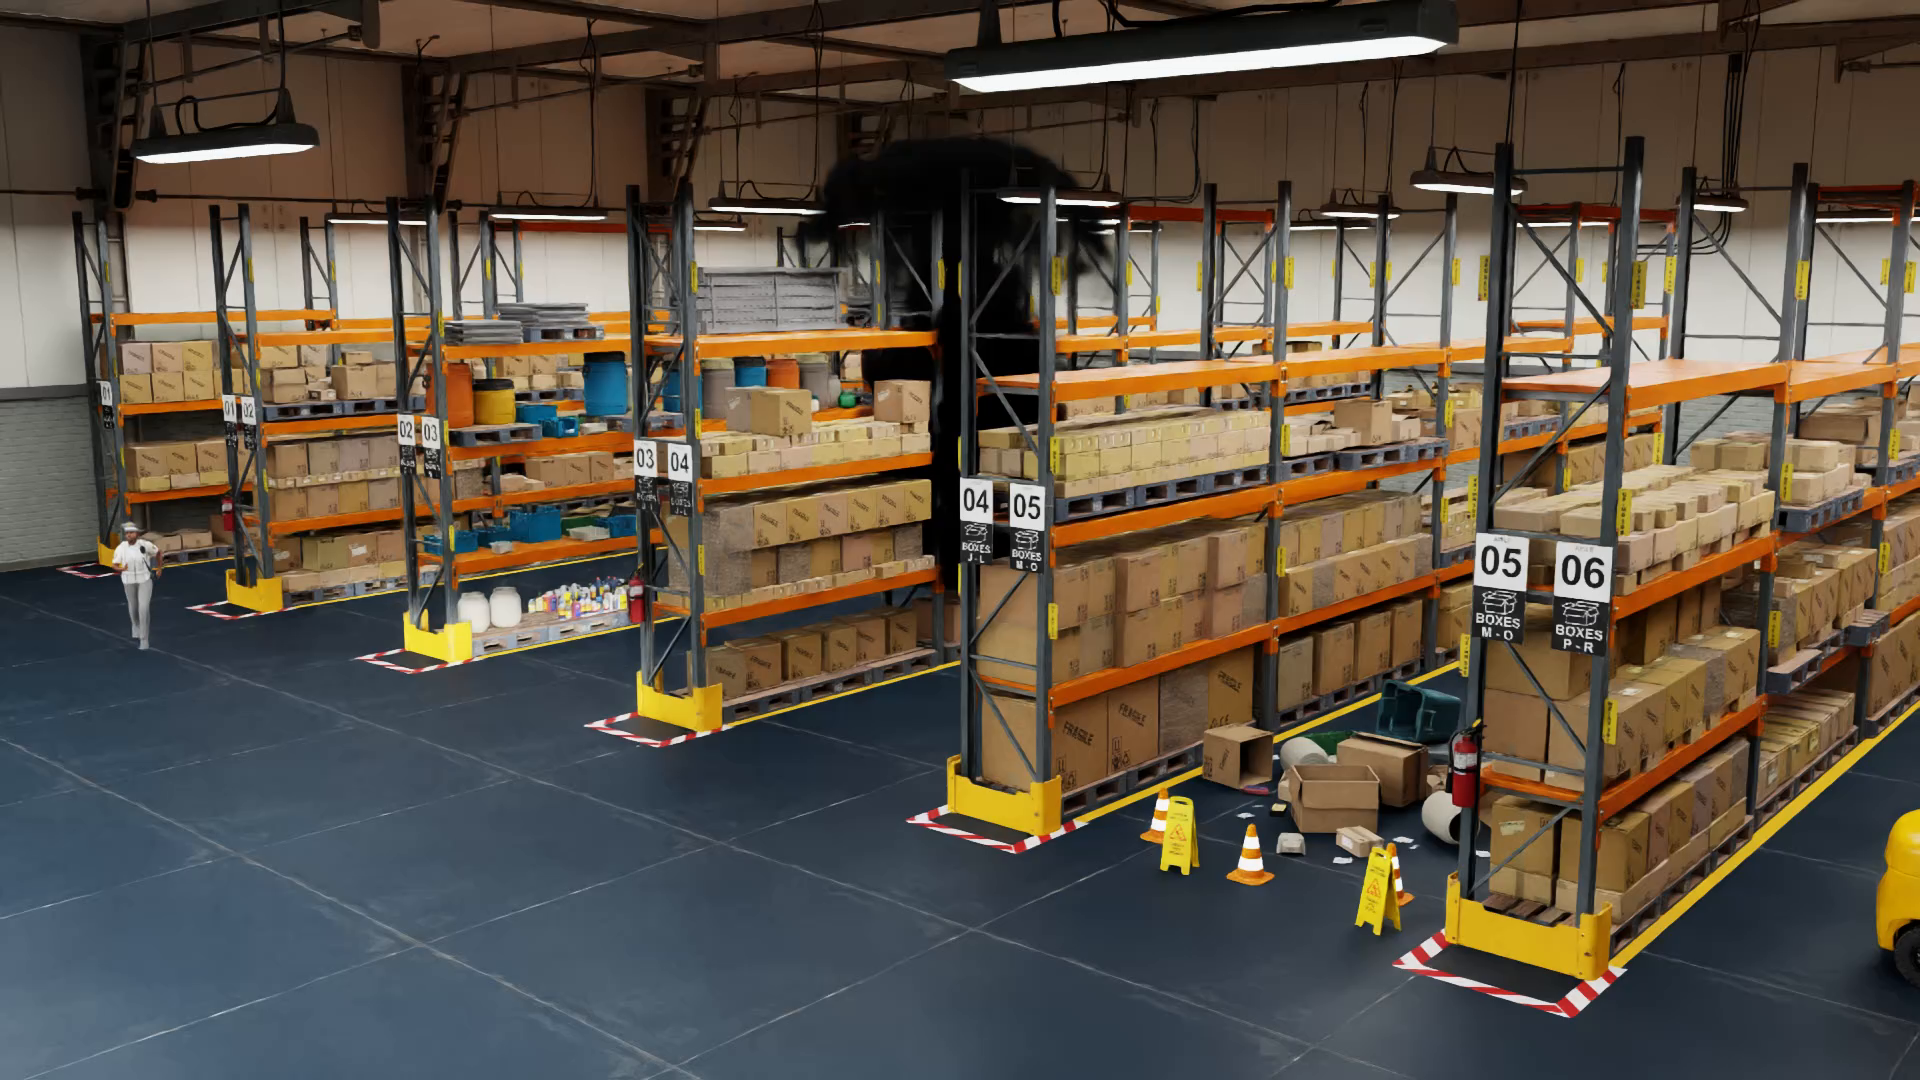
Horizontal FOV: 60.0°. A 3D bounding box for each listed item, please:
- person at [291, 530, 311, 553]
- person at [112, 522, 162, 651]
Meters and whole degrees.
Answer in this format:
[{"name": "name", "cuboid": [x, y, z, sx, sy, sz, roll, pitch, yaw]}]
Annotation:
[{"name": "person", "cuboid": [-10.846, -0.176, 27.600, 0.689, 1.617, 0.553, -9, 13, -44]}, {"name": "person", "cuboid": [-11.168, 0.598, 22.627, 0.587, 1.731, 0.896, -3, 10, -16]}]
